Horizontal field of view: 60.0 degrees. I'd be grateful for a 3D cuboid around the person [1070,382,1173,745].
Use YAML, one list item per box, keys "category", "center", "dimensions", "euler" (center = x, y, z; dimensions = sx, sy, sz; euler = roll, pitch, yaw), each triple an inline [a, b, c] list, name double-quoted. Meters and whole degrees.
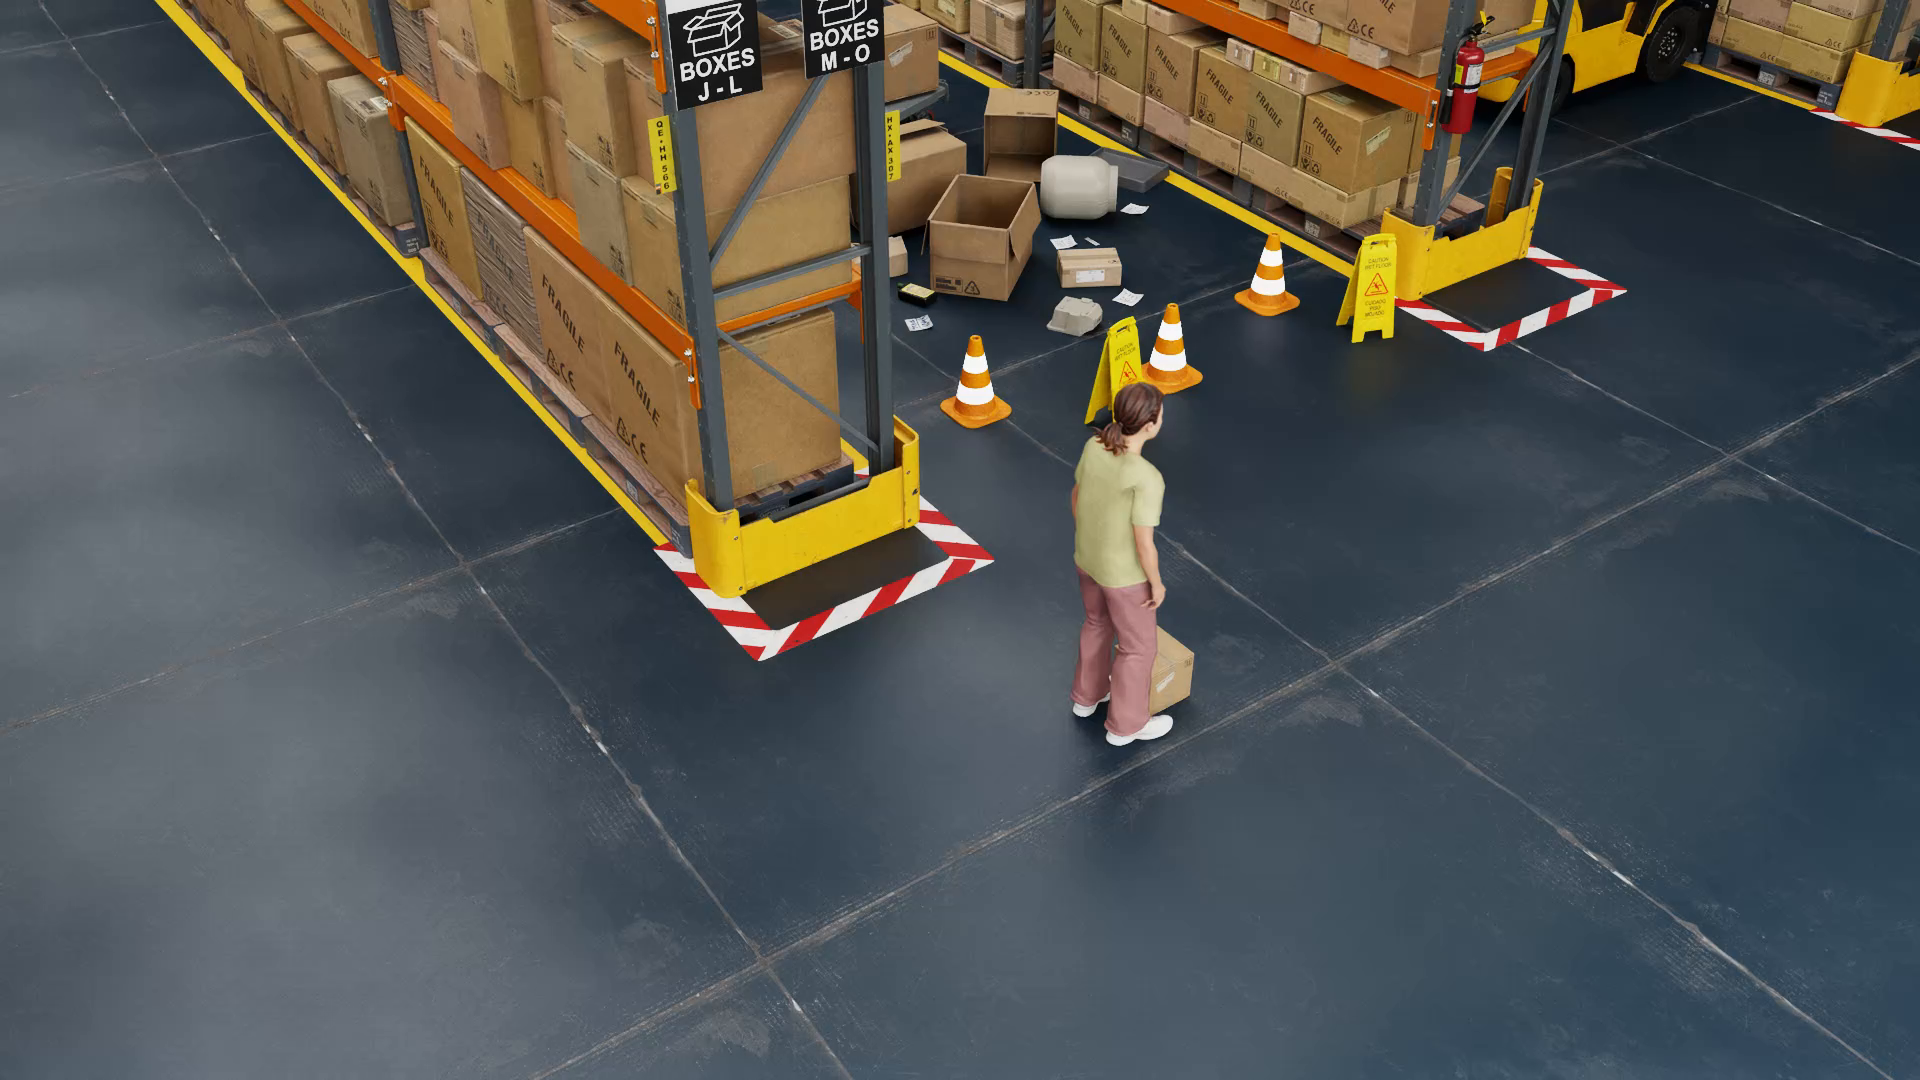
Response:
- category: "person"
  center: [0.663, 0.102, 6.867]
  dimensions: [0.356, 1.668, 0.499]
  euler: [-22, 42, -27]
